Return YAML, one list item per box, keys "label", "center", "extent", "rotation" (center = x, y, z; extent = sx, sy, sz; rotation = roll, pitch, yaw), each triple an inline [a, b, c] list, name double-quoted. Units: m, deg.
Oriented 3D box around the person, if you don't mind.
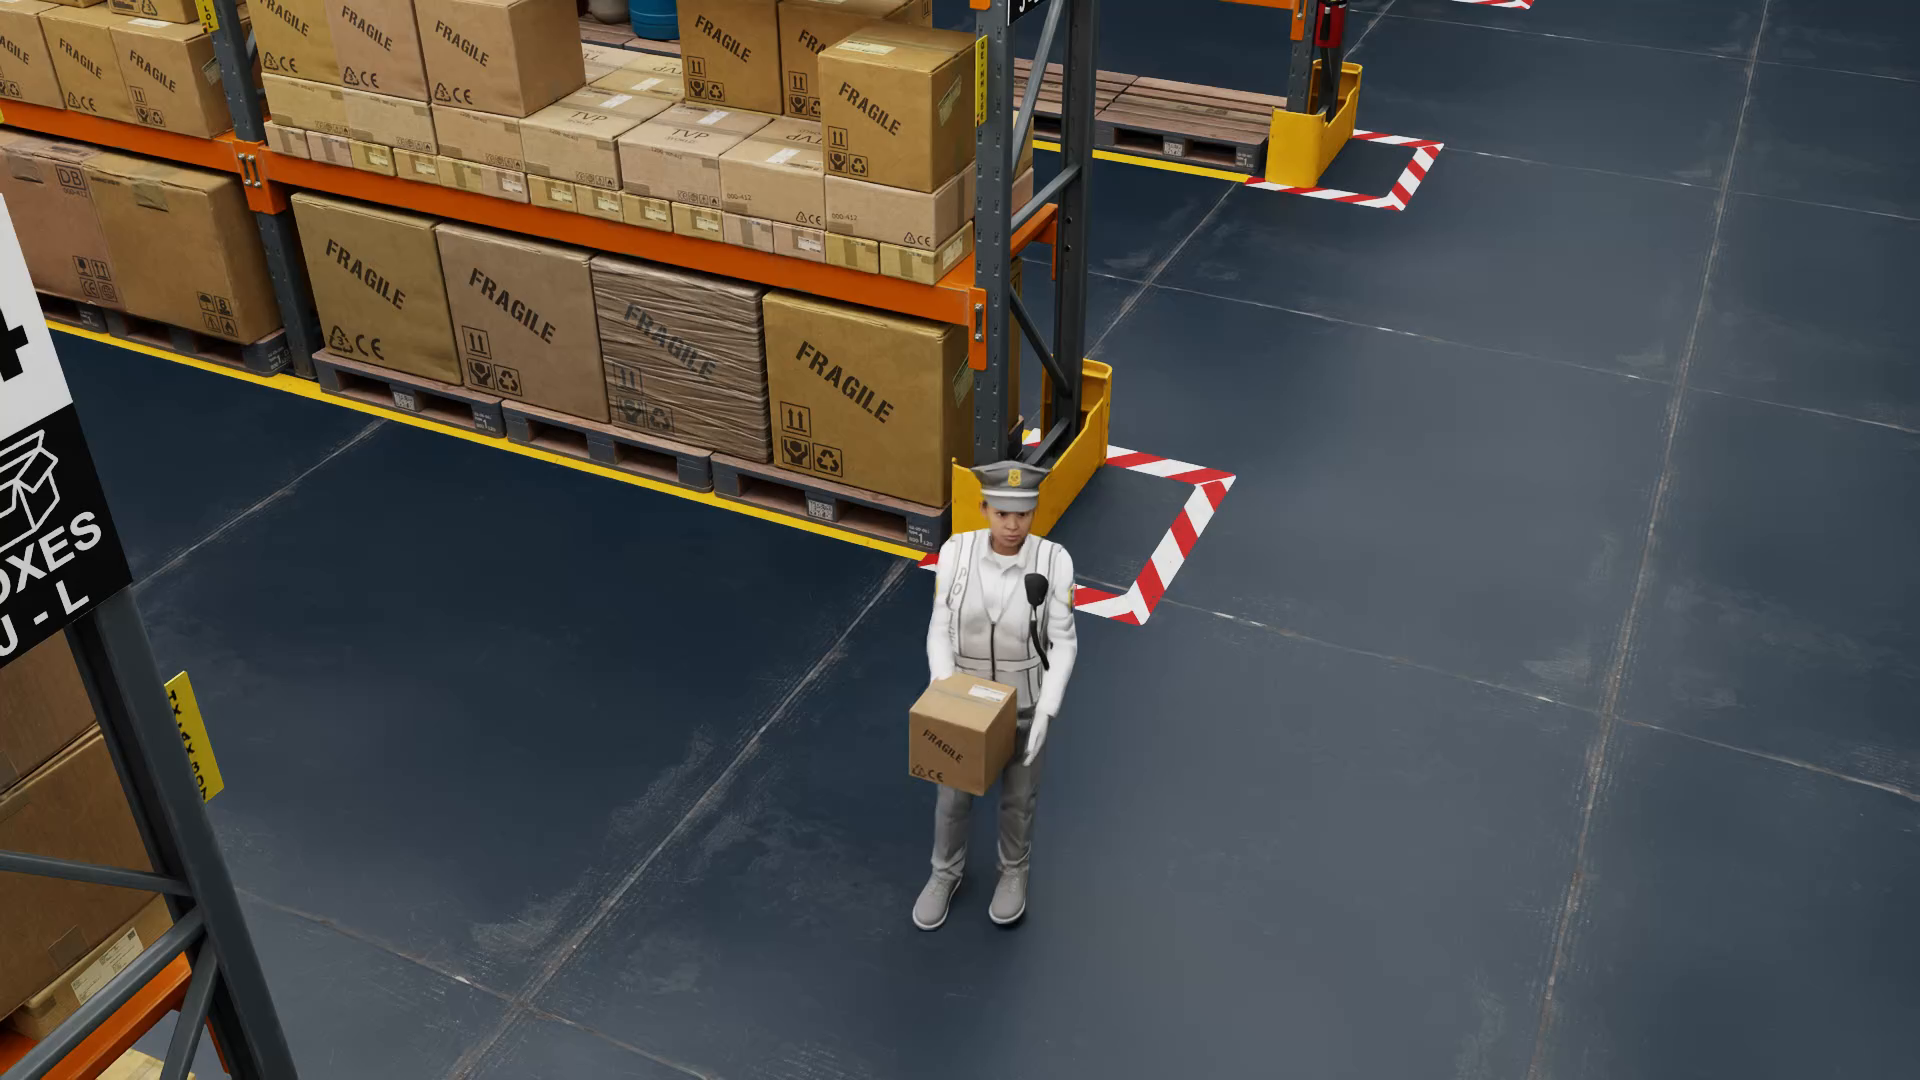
- label: "person"
  center: [0.107, 0.522, 5.329]
  extent: [0.520, 1.701, 0.535]
  rotation: [2, 34, 4]
